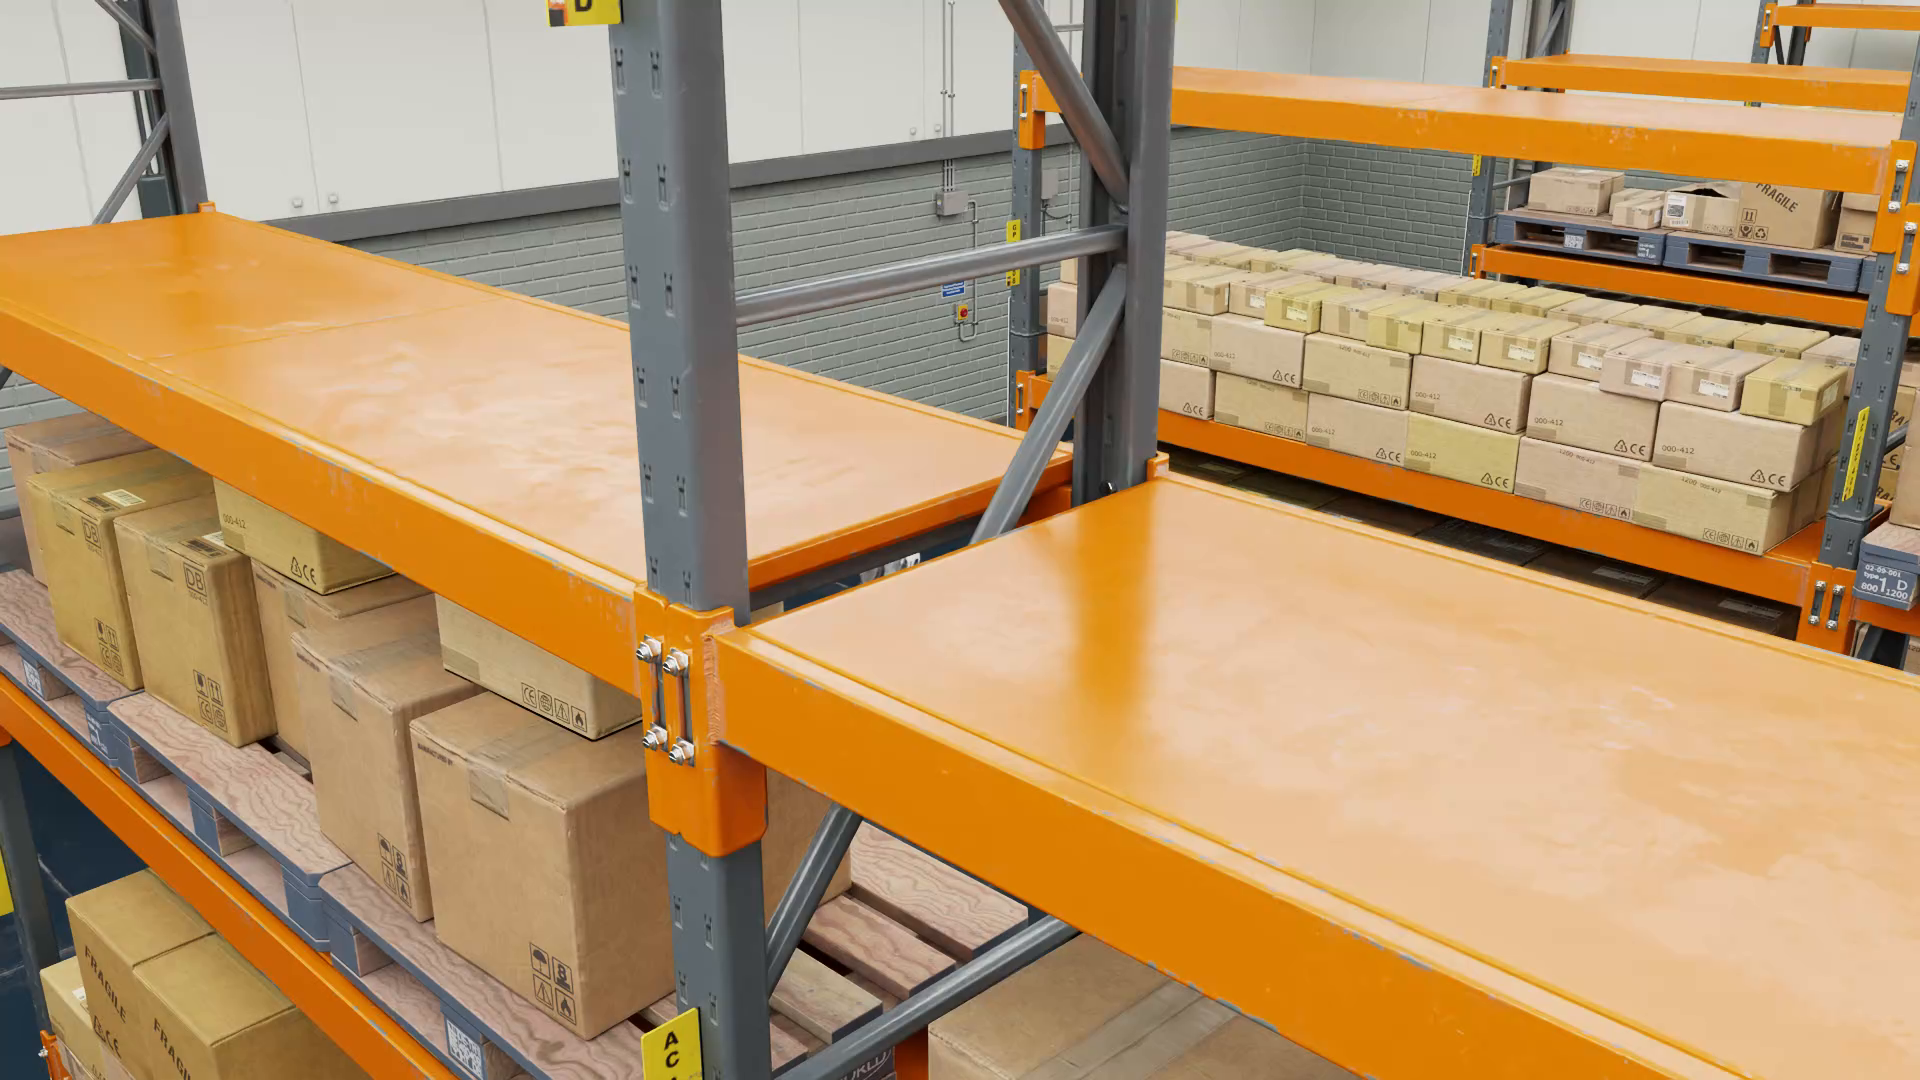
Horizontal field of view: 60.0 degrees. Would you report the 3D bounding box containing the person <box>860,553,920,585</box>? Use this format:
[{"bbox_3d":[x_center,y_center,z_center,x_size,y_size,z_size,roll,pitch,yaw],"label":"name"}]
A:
[{"bbox_3d":[-0.524,0.013,11.778,0.625,1.773,0.451,17,26,38],"label":"person"}]
